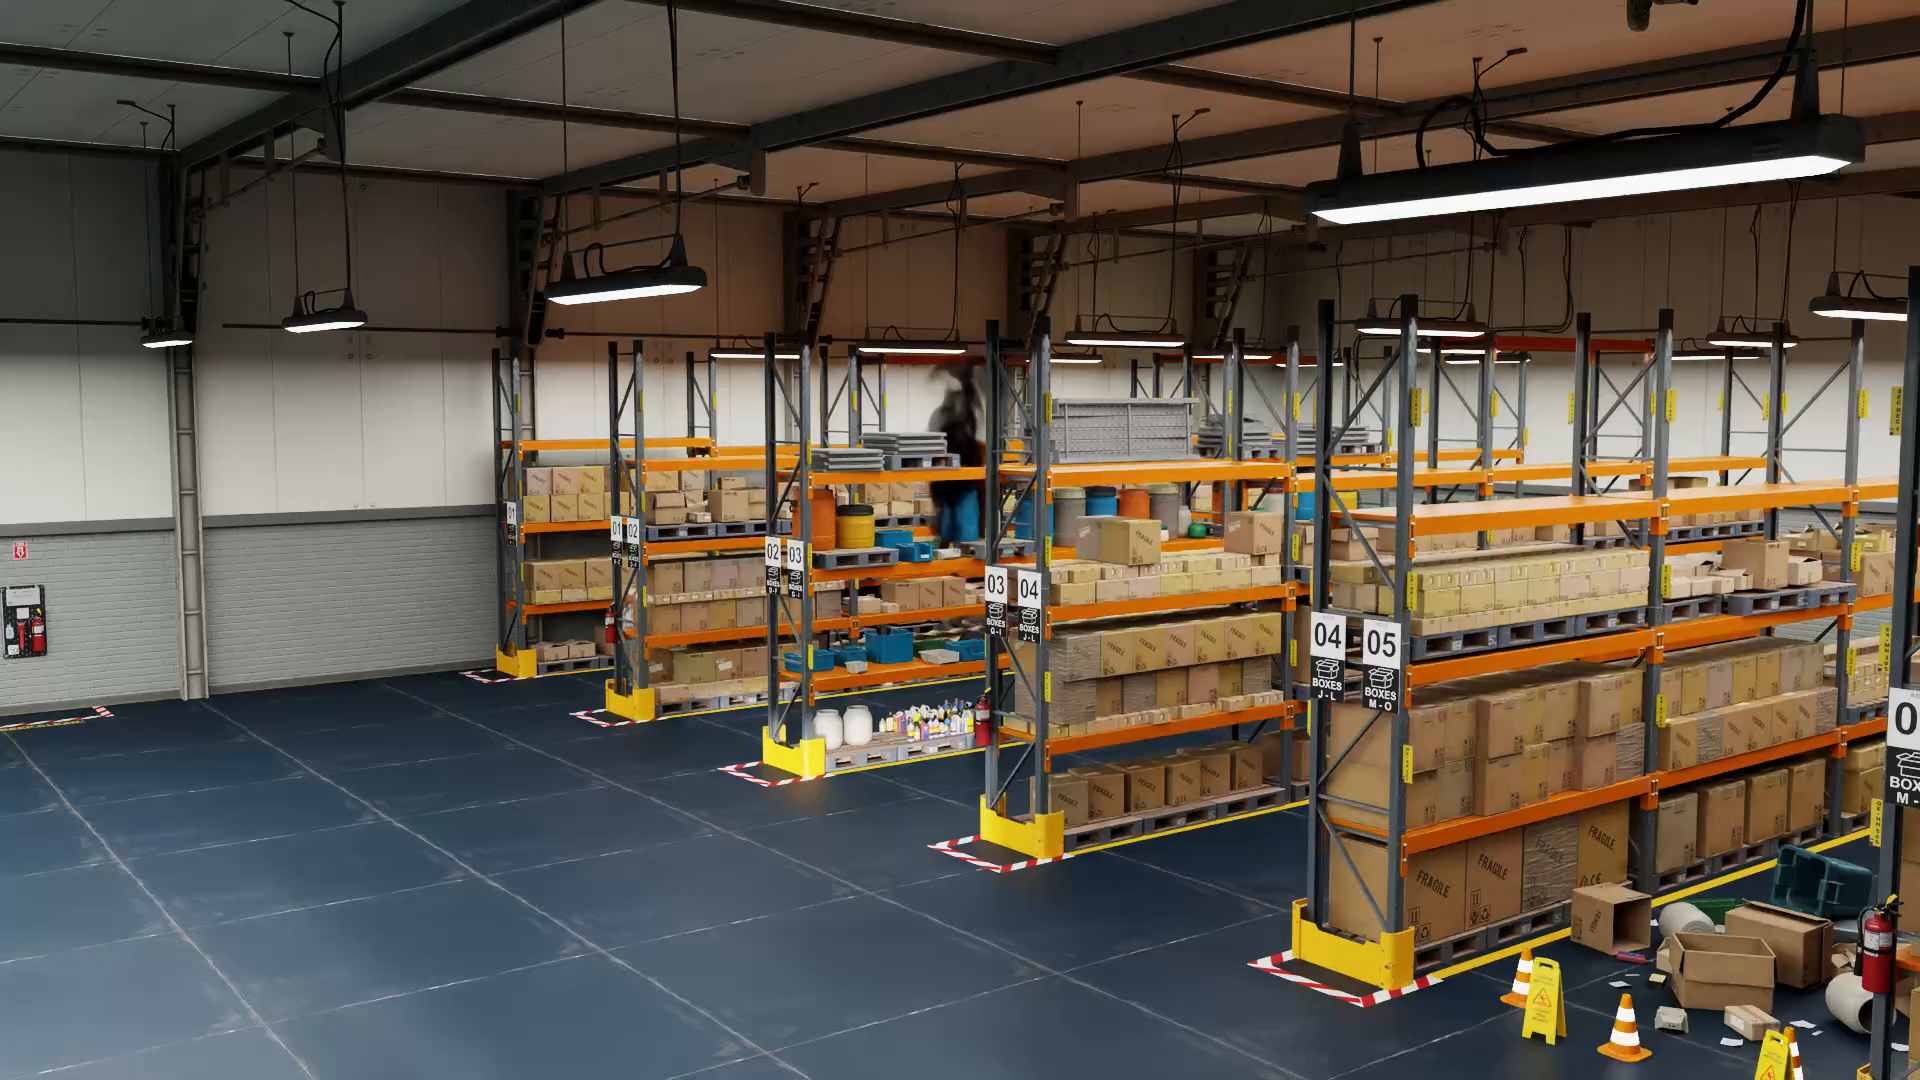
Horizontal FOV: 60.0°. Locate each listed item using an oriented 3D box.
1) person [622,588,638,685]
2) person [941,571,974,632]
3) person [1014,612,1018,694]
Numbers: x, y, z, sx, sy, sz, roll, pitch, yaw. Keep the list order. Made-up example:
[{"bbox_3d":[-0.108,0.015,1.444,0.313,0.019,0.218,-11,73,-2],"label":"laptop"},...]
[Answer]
[{"bbox_3d":[-5.854,1.715,29.304,0.639,1.744,0.645,4,6,37],"label":"person"},{"bbox_3d":[-0.085,1.334,34.217,0.647,1.691,0.771,5,7,43],"label":"person"},{"bbox_3d":[1.180,1.622,27.577,0.856,1.824,0.680,-5,7,-44],"label":"person"}]
